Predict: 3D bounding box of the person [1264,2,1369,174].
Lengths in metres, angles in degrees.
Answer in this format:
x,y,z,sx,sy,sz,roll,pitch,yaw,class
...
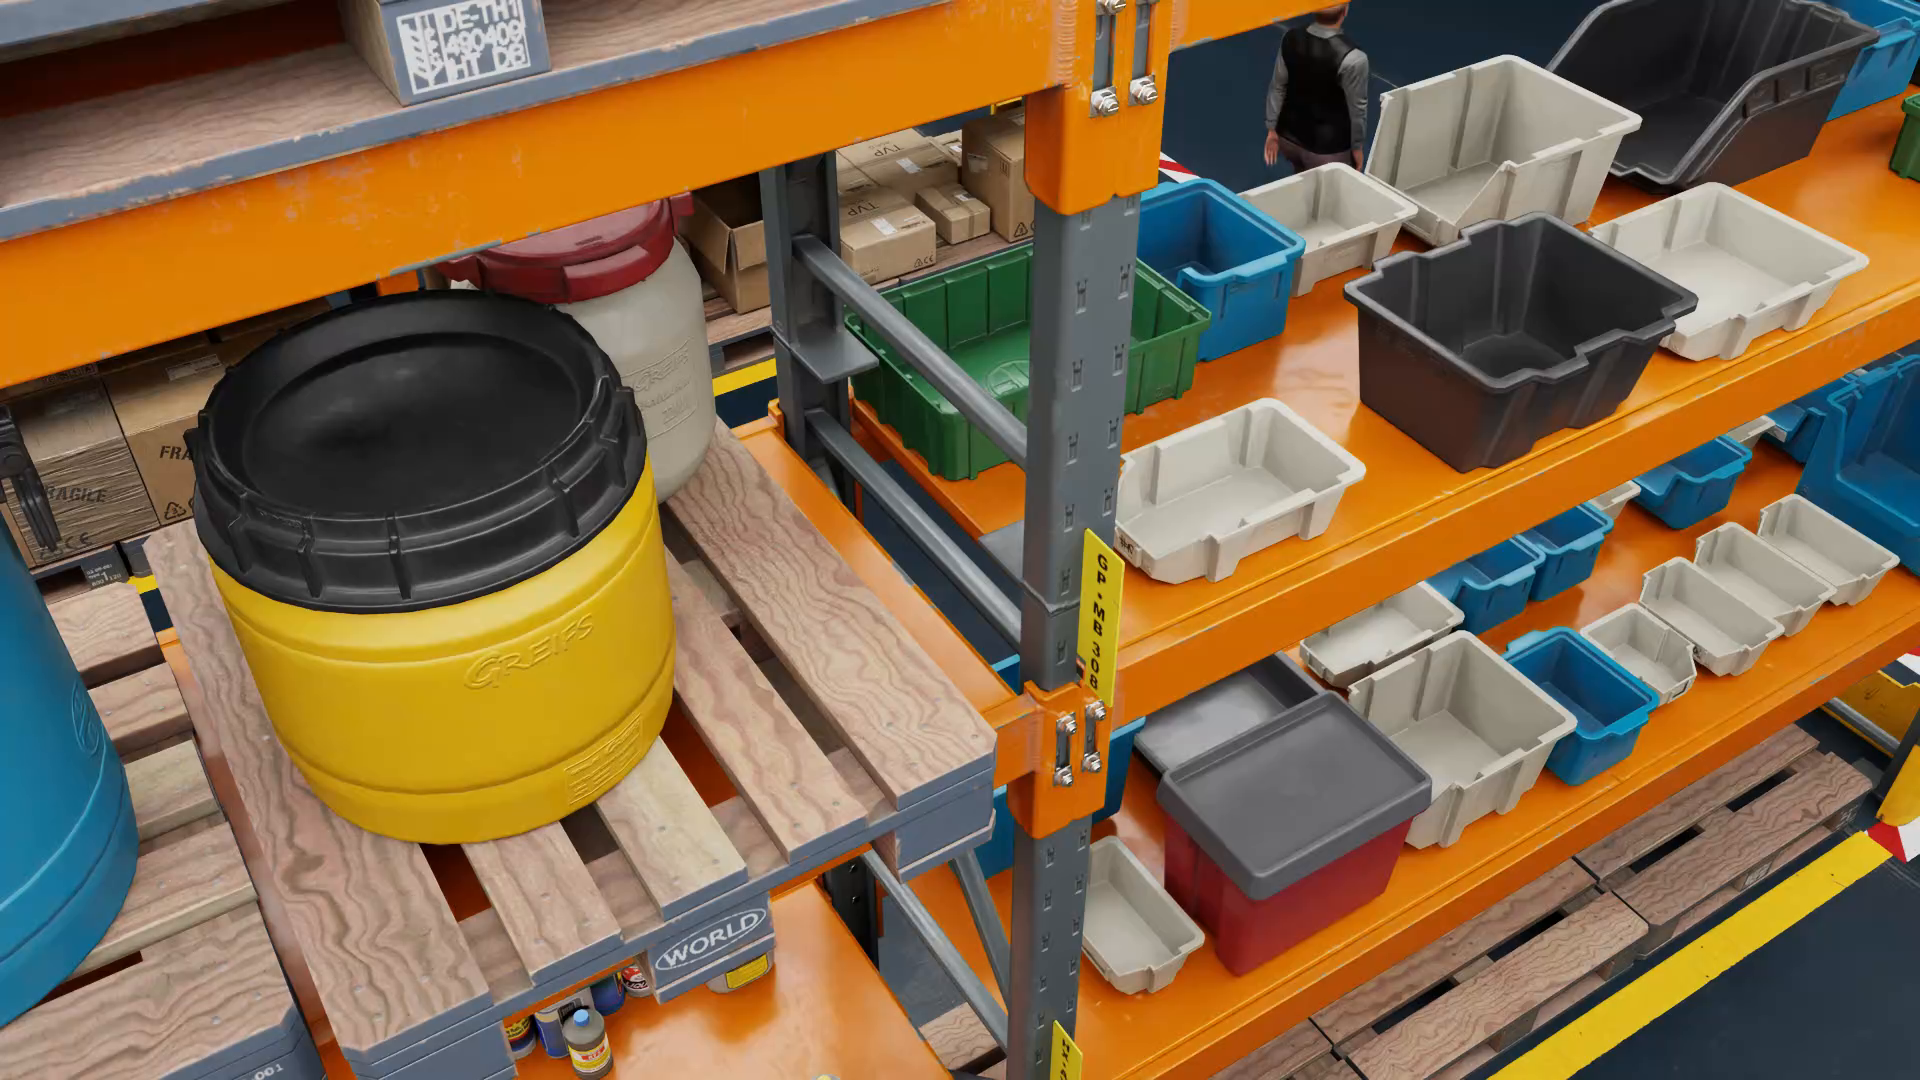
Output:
x,y,z,sx,sy,sz,roll,pitch,yaw,class
1.825,-2.058,8.573,0.773,1.693,0.531,-28,48,-29,person
